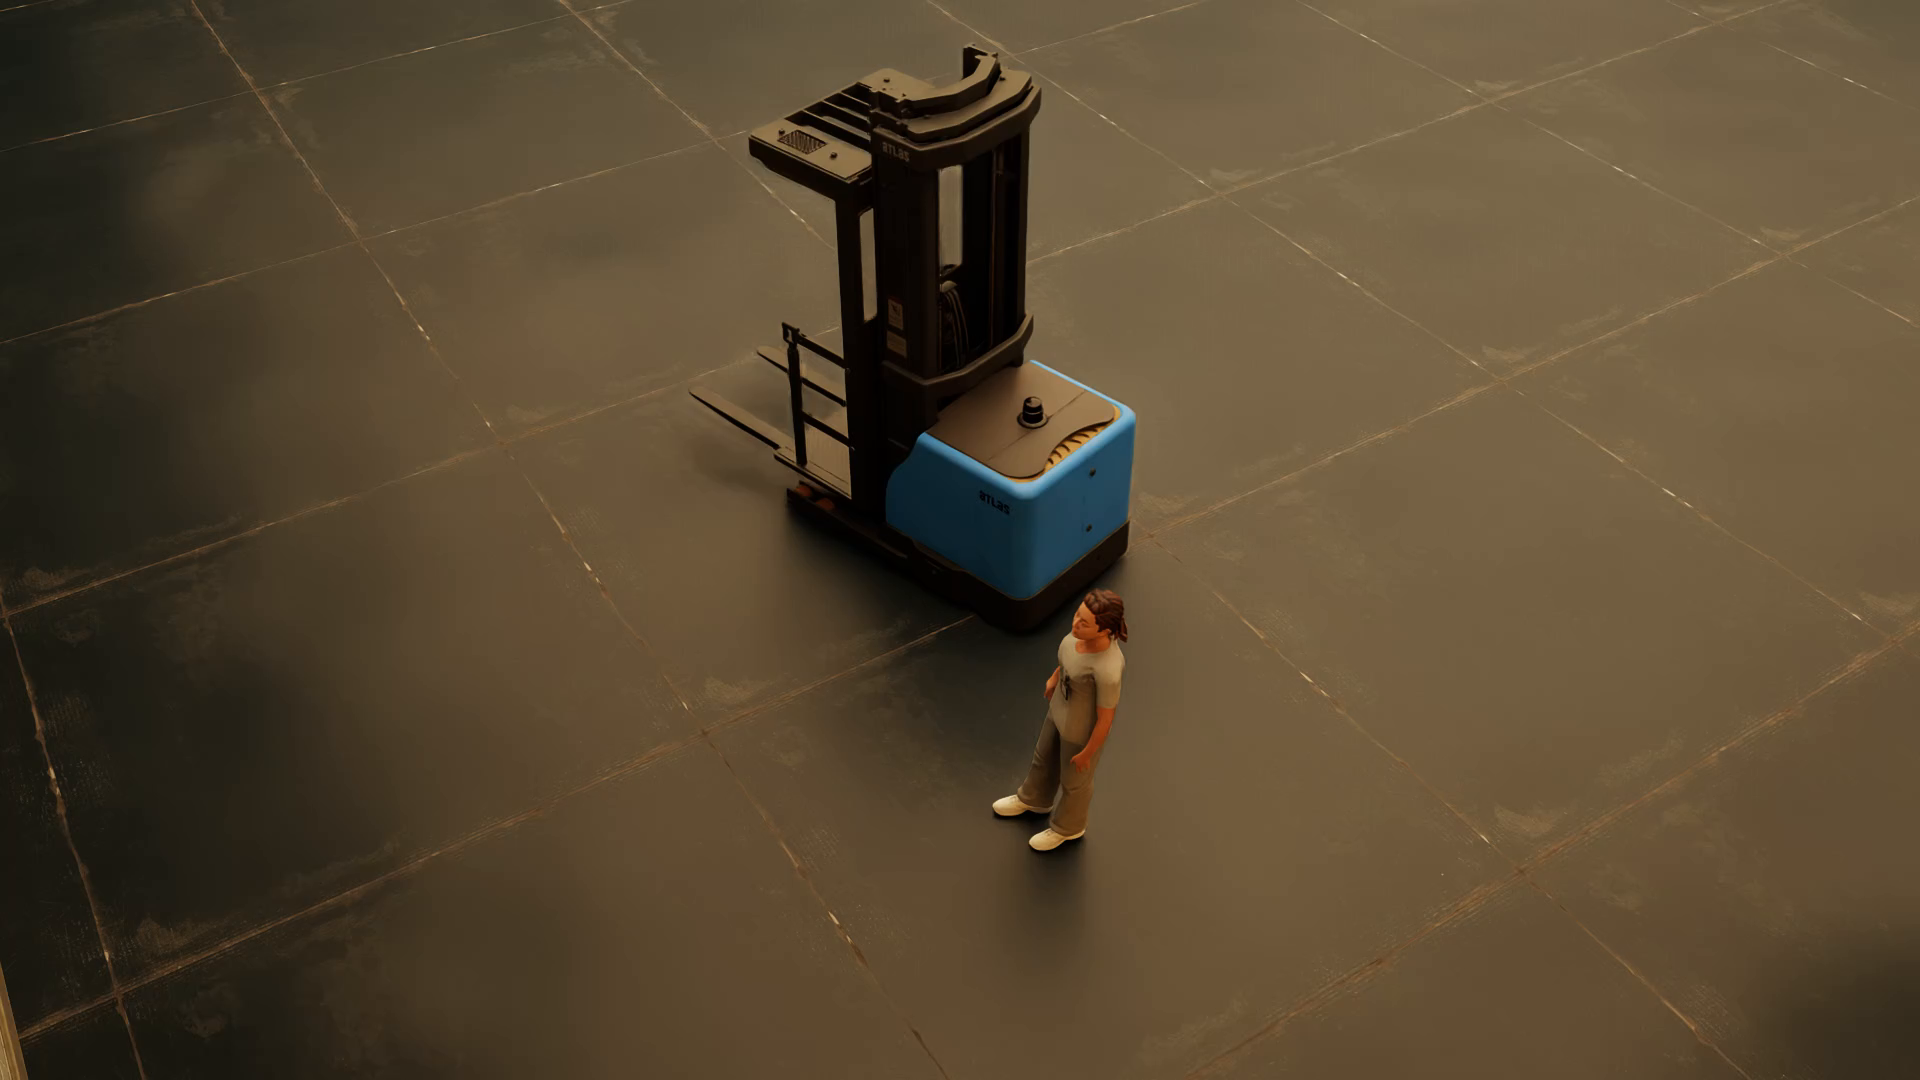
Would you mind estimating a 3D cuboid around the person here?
[{"bbox_3d":[0.489,0.860,7.831,0.550,1.675,0.544,-9,42,-11],"label":"person"}]

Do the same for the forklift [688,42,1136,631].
[{"bbox_3d":[-0.431,-1.425,9.502,3.031,2.935,1.130,30,49,30],"label":"forklift"}]
